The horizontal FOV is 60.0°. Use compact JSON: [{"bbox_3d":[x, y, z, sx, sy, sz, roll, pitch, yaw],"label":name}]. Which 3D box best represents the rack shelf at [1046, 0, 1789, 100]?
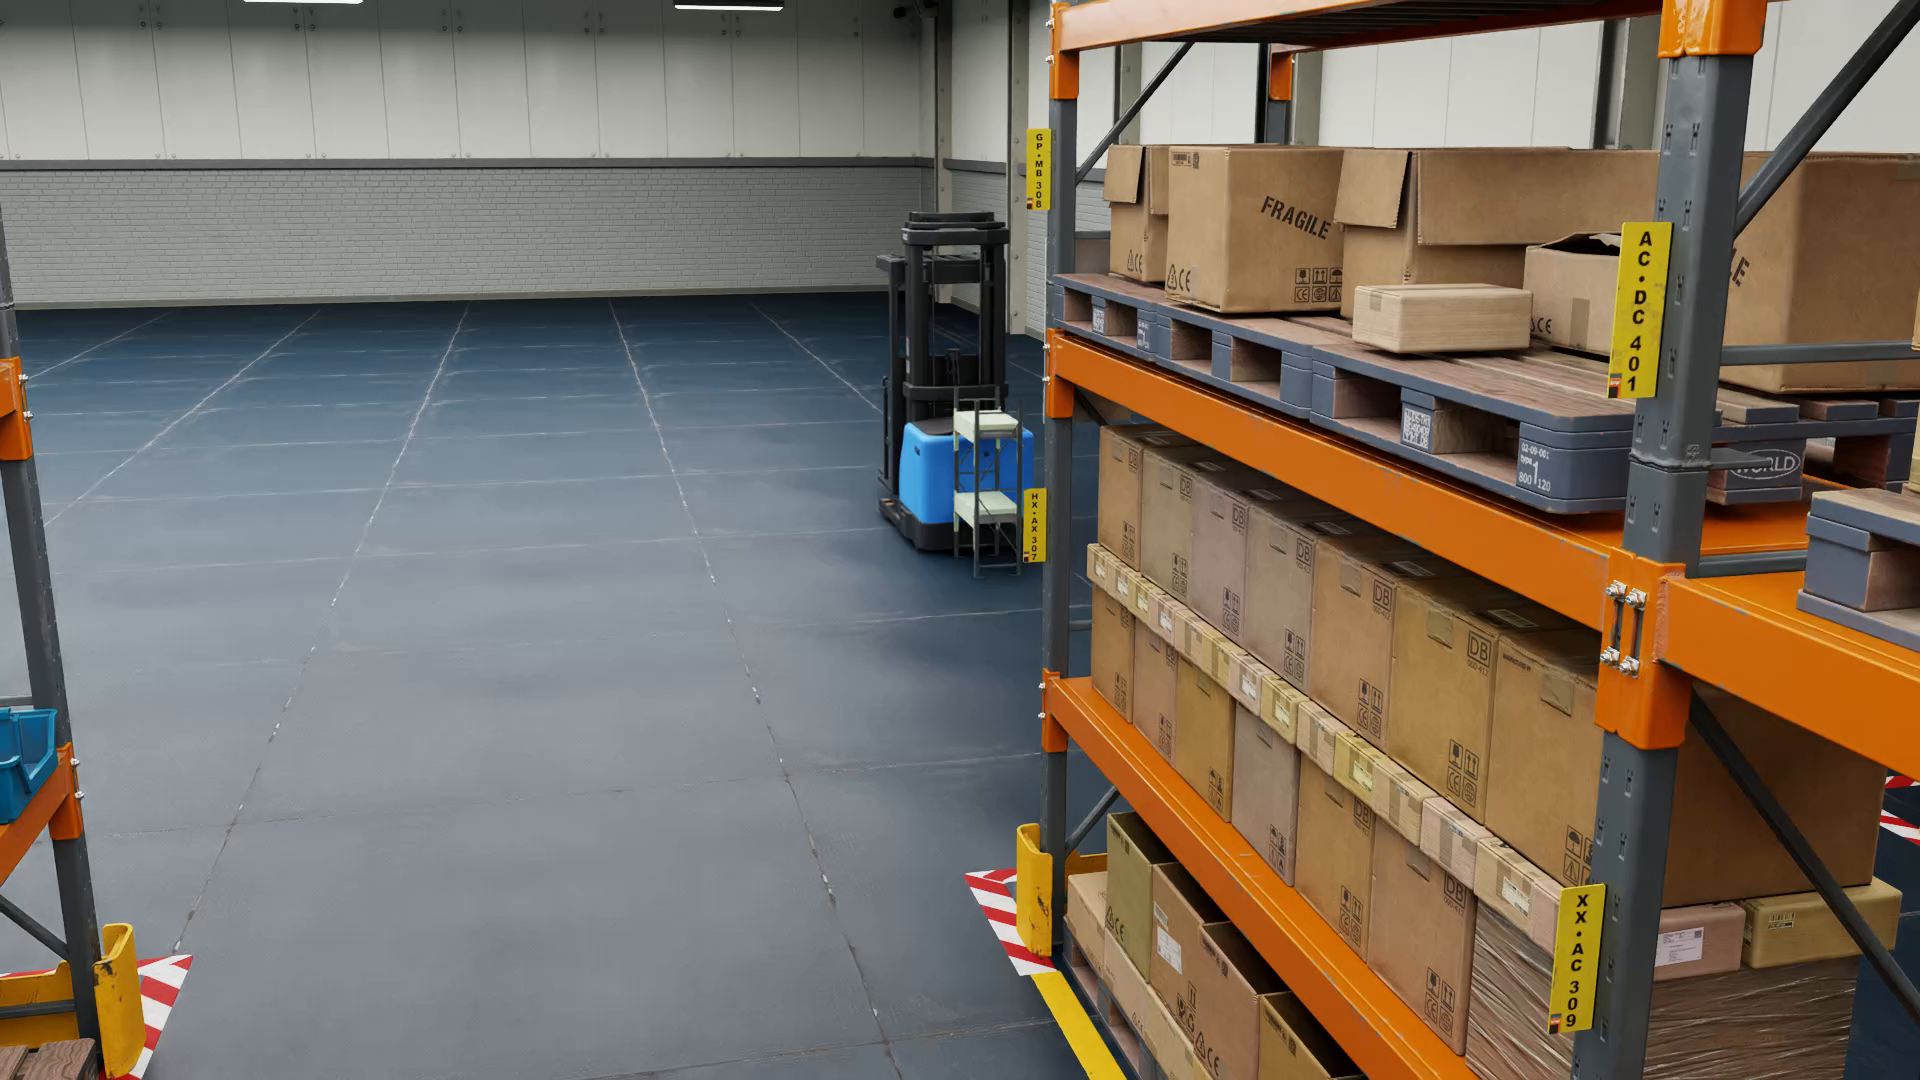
[{"bbox_3d":[1.334,-1.543,4.963,1.077,0.370,4.000,-3,14,-13],"label":"rack shelf"}]

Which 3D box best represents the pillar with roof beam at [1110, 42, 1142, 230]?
[{"bbox_3d":[-1.728,-6.624,23.403,9.100,9.000,0.400,-3,14,-13],"label":"pillar with roof beam"}]

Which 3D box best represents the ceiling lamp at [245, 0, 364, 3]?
[{"bbox_3d":[-11.410,-10.891,28.568,2.000,3.185,0.800,-3,14,-13],"label":"ceiling lamp"}]

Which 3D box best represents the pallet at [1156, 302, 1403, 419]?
[{"bbox_3d":[1.296,-0.601,5.257,1.003,0.211,1.213,-3,14,-13],"label":"pallet"}]

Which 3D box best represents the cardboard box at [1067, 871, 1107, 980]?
[{"bbox_3d":[0.774,1.634,7.150,0.500,0.250,0.500,-3,14,-13],"label":"cardboard box"}]

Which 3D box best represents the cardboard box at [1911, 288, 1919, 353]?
[{"bbox_3d":[1.911,-0.519,2.585,0.500,0.500,0.500,-3,14,-13],"label":"cardboard box"}]

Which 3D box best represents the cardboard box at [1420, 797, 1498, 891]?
[{"bbox_3d":[1.412,0.757,4.253,0.380,0.149,0.250,-4,14,-15],"label":"cardboard box"}]

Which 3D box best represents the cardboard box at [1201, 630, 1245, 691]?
[{"bbox_3d":[1.052,0.402,5.706,0.380,0.149,0.250,-3,14,-14],"label":"cardboard box"}]

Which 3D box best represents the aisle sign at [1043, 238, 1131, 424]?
[{"bbox_3d":[0.551,-0.895,7.114,0.394,0.787,0.004,-3,14,-13],"label":"aisle sign"}]

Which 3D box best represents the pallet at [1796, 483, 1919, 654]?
[{"bbox_3d":[2.024,0.128,2.490,0.805,0.209,1.217,-4,14,-15],"label":"pallet"}]

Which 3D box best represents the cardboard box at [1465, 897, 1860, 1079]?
[{"bbox_3d":[1.694,1.138,4.059,0.700,0.500,0.500,-4,14,-15],"label":"cardboard box"}]

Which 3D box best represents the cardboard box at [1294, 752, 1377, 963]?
[{"bbox_3d":[1.450,0.901,5.030,0.700,0.500,0.500,-3,14,-12],"label":"cardboard box"}]

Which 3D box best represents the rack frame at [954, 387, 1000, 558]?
[{"bbox_3d":[0.147,-0.583,14.475,0.400,1.500,0.023,-3,14,-13],"label":"rack frame"}]

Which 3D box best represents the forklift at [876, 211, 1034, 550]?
[{"bbox_3d":[-0.172,-1.635,15.766,1.130,2.935,3.031,-3,14,-13],"label":"forklift"}]

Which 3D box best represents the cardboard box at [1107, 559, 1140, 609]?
[{"bbox_3d":[0.812,0.166,6.673,0.380,0.149,0.250,-4,14,-15],"label":"cardboard box"}]

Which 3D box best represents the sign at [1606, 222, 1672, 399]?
[{"bbox_3d":[1.265,-0.426,3.099,0.100,0.325,0.005,-3,14,-13],"label":"sign"}]

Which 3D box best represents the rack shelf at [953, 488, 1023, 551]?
[{"bbox_3d":[0.232,-0.182,14.207,0.431,0.370,0.720,-3,14,-13],"label":"rack shelf"}]

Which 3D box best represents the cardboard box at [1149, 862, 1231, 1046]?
[{"bbox_3d":[1.024,1.500,6.120,0.500,0.500,0.500,-3,14,-13],"label":"cardboard box"}]

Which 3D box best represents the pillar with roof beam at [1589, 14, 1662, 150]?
[{"bbox_3d":[1.090,-3.856,12.072,9.100,9.000,0.400,-3,14,-13],"label":"pillar with roof beam"}]

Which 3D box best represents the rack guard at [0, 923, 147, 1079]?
[{"bbox_3d":[-3.887,1.871,6.539,1.175,0.500,0.348,-3,14,-13],"label":"rack guard"}]

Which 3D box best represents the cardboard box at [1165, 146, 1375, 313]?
[{"bbox_3d":[0.989,-1.013,5.366,0.500,0.500,0.500,-3,14,-13],"label":"cardboard box"}]

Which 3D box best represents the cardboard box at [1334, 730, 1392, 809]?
[{"bbox_3d":[1.295,0.640,4.734,0.380,0.149,0.250,-3,14,-13],"label":"cardboard box"}]

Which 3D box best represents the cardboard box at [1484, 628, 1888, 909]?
[{"bbox_3d":[1.694,0.508,3.905,0.700,0.500,0.500,-3,14,-13],"label":"cardboard box"}]

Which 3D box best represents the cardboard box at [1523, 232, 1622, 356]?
[{"bbox_3d":[1.815,-0.652,4.287,0.500,0.311,0.500,-4,14,-16],"label":"cardboard box"}]

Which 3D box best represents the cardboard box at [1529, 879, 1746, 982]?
[{"bbox_3d":[1.532,0.875,3.772,0.380,0.149,0.250,-3,14,-13],"label":"cardboard box"}]

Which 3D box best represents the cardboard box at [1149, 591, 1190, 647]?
[{"bbox_3d":[0.926,0.282,6.199,0.380,0.149,0.250,-4,14,-14],"label":"cardboard box"}]

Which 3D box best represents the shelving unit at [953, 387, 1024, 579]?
[{"bbox_3d":[0.232,-0.498,14.129,0.431,1.500,0.755,-3,14,-13],"label":"shelving unit"}]

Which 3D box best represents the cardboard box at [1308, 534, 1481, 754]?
[{"bbox_3d":[1.457,0.276,4.855,0.700,0.500,0.500,-3,14,-13],"label":"cardboard box"}]

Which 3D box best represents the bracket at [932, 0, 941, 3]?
[{"bbox_3d":[-0.004,-10.671,32.383,0.076,0.066,4.783,-3,14,-13],"label":"bracket"}]

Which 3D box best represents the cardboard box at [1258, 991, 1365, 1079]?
[{"bbox_3d":[1.255,1.731,5.175,0.500,0.500,0.500,-3,14,-13],"label":"cardboard box"}]

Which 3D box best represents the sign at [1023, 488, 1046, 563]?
[{"bbox_3d":[0.324,-0.063,7.197,0.100,0.325,0.005,-3,14,-13],"label":"sign"}]

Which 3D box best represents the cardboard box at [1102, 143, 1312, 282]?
[{"bbox_3d":[0.996,-1.280,6.452,0.797,0.503,0.637,-2,14,-9],"label":"cardboard box"}]

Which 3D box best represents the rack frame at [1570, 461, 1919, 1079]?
[{"bbox_3d":[1.804,1.289,3.653,1.000,3.000,0.127,-3,14,-13],"label":"rack frame"}]

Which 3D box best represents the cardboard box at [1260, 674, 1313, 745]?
[{"bbox_3d":[1.170,0.520,5.222,0.380,0.149,0.250,-3,14,-11],"label":"cardboard box"}]

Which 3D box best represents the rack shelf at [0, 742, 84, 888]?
[{"bbox_3d":[-3.481,1.452,4.501,1.077,0.370,4.000,-3,14,-13],"label":"rack shelf"}]

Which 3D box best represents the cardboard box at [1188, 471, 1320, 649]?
[{"bbox_3d":[1.222,0.045,5.800,0.700,0.500,0.500,-3,14,-13],"label":"cardboard box"}]

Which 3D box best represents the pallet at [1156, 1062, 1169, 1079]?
[{"bbox_3d":[1.368,2.176,5.899,1.003,0.211,1.213,-3,14,-13],"label":"pallet"}]

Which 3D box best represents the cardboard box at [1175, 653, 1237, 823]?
[{"bbox_3d":[1.201,0.662,6.010,0.700,0.500,0.500,-3,14,-13],"label":"cardboard box"}]

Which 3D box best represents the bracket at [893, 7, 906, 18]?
[{"bbox_3d":[-1.361,-12.004,37.838,0.235,0.232,0.430,-3,14,-13],"label":"bracket"}]

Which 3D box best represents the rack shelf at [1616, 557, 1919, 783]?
[{"bbox_3d":[2.274,0.643,1.494,1.077,0.370,4.000,-3,14,-13],"label":"rack shelf"}]

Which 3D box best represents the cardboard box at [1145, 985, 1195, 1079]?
[{"bbox_3d":[1.012,1.865,6.206,0.500,0.250,0.500,-3,14,-13],"label":"cardboard box"}]

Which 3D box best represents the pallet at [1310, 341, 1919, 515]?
[{"bbox_3d":[1.579,-0.320,4.107,1.003,0.211,1.213,-3,14,-13],"label":"pallet"}]

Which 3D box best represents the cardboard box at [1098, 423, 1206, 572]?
[{"bbox_3d":[0.974,-0.192,6.771,0.700,0.500,0.500,-3,14,-13],"label":"cardboard box"}]

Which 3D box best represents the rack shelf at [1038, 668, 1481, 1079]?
[{"bbox_3d":[1.334,1.177,5.627,1.077,0.370,4.000,-3,14,-13],"label":"rack shelf"}]

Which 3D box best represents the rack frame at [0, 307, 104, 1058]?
[{"bbox_3d":[-3.951,0.642,6.304,1.000,3.000,0.127,-3,14,-13],"label":"rack frame"}]

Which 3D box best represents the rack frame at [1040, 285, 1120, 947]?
[{"bbox_3d":[0.865,0.366,7.430,1.000,3.000,0.127,-3,14,-13],"label":"rack frame"}]

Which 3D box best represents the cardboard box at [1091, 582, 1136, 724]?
[{"bbox_3d":[0.962,0.426,6.975,0.700,0.500,0.500,-3,14,-13],"label":"cardboard box"}]
